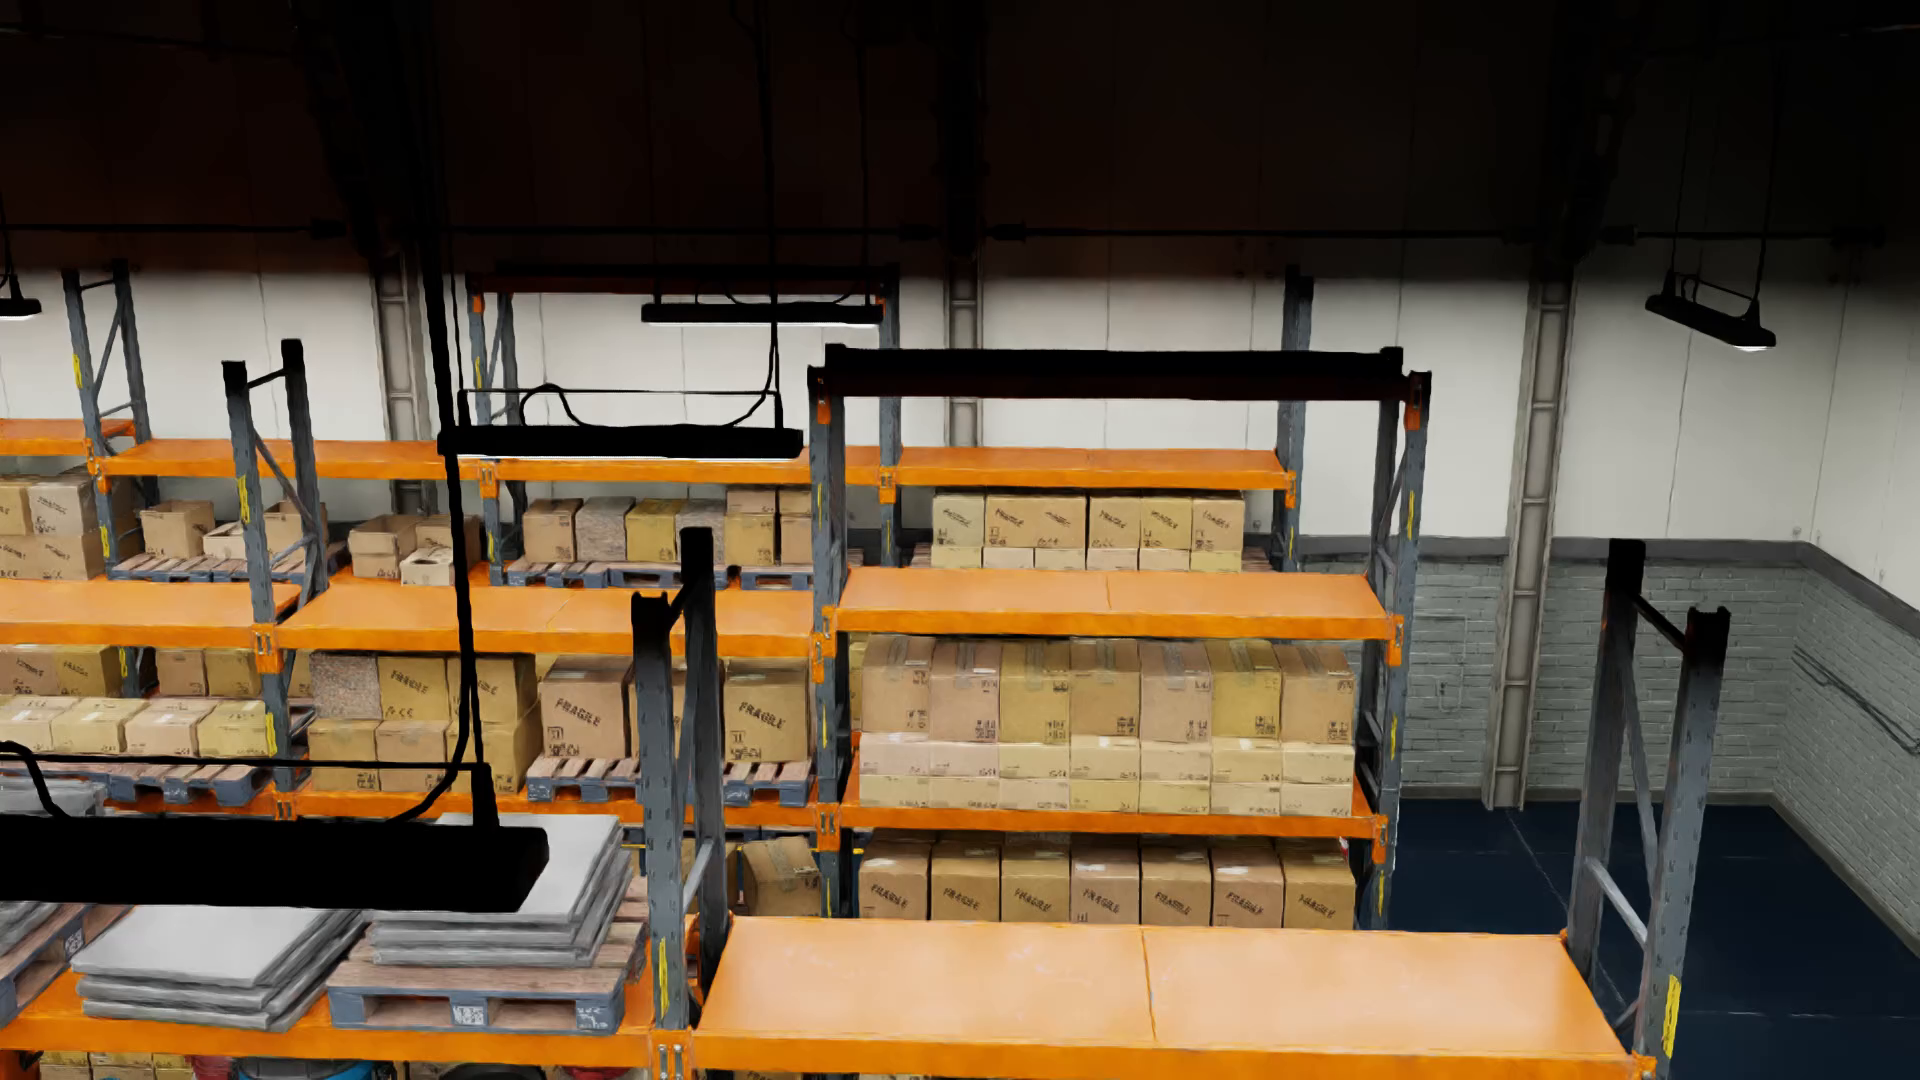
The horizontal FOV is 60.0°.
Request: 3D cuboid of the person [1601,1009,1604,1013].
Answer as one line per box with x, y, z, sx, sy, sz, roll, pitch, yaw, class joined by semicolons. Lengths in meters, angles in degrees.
4.316;3.848;12.152;0.722;1.761;0.465;9;18;28;person
